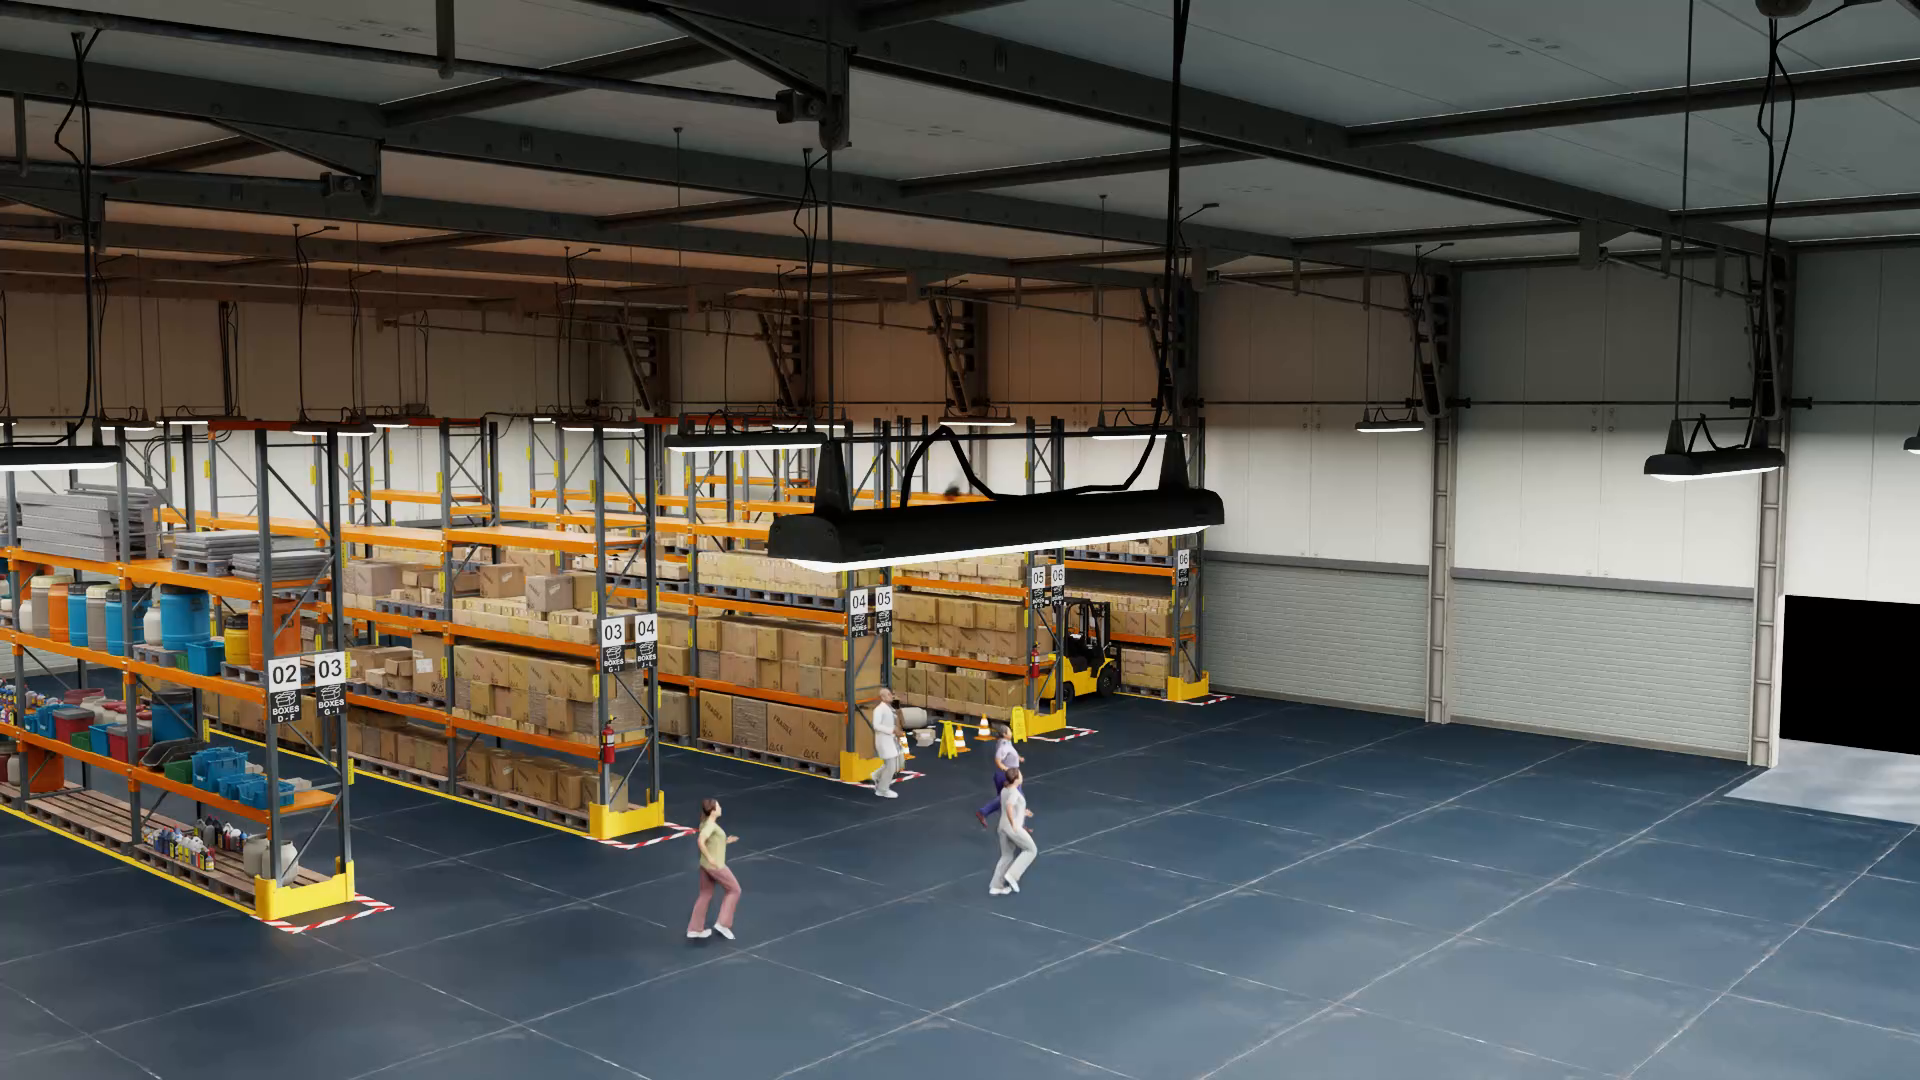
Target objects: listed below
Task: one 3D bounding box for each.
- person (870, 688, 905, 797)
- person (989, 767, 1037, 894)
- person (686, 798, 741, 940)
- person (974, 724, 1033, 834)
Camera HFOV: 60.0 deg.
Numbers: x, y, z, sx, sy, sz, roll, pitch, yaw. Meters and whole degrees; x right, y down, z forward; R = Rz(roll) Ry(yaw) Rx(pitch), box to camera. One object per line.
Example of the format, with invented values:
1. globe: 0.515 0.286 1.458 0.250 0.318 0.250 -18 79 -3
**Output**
1. person: -1.156 3.255 26.699 0.647 1.741 0.742 1 5 17
2. person: 0.675 3.728 21.399 0.685 1.620 0.490 -3 5 -30
3. person: -2.905 3.871 19.535 0.661 1.703 0.557 -3 6 -31
4. person: 0.646 3.497 24.319 0.862 1.617 0.619 -1 5 -11
